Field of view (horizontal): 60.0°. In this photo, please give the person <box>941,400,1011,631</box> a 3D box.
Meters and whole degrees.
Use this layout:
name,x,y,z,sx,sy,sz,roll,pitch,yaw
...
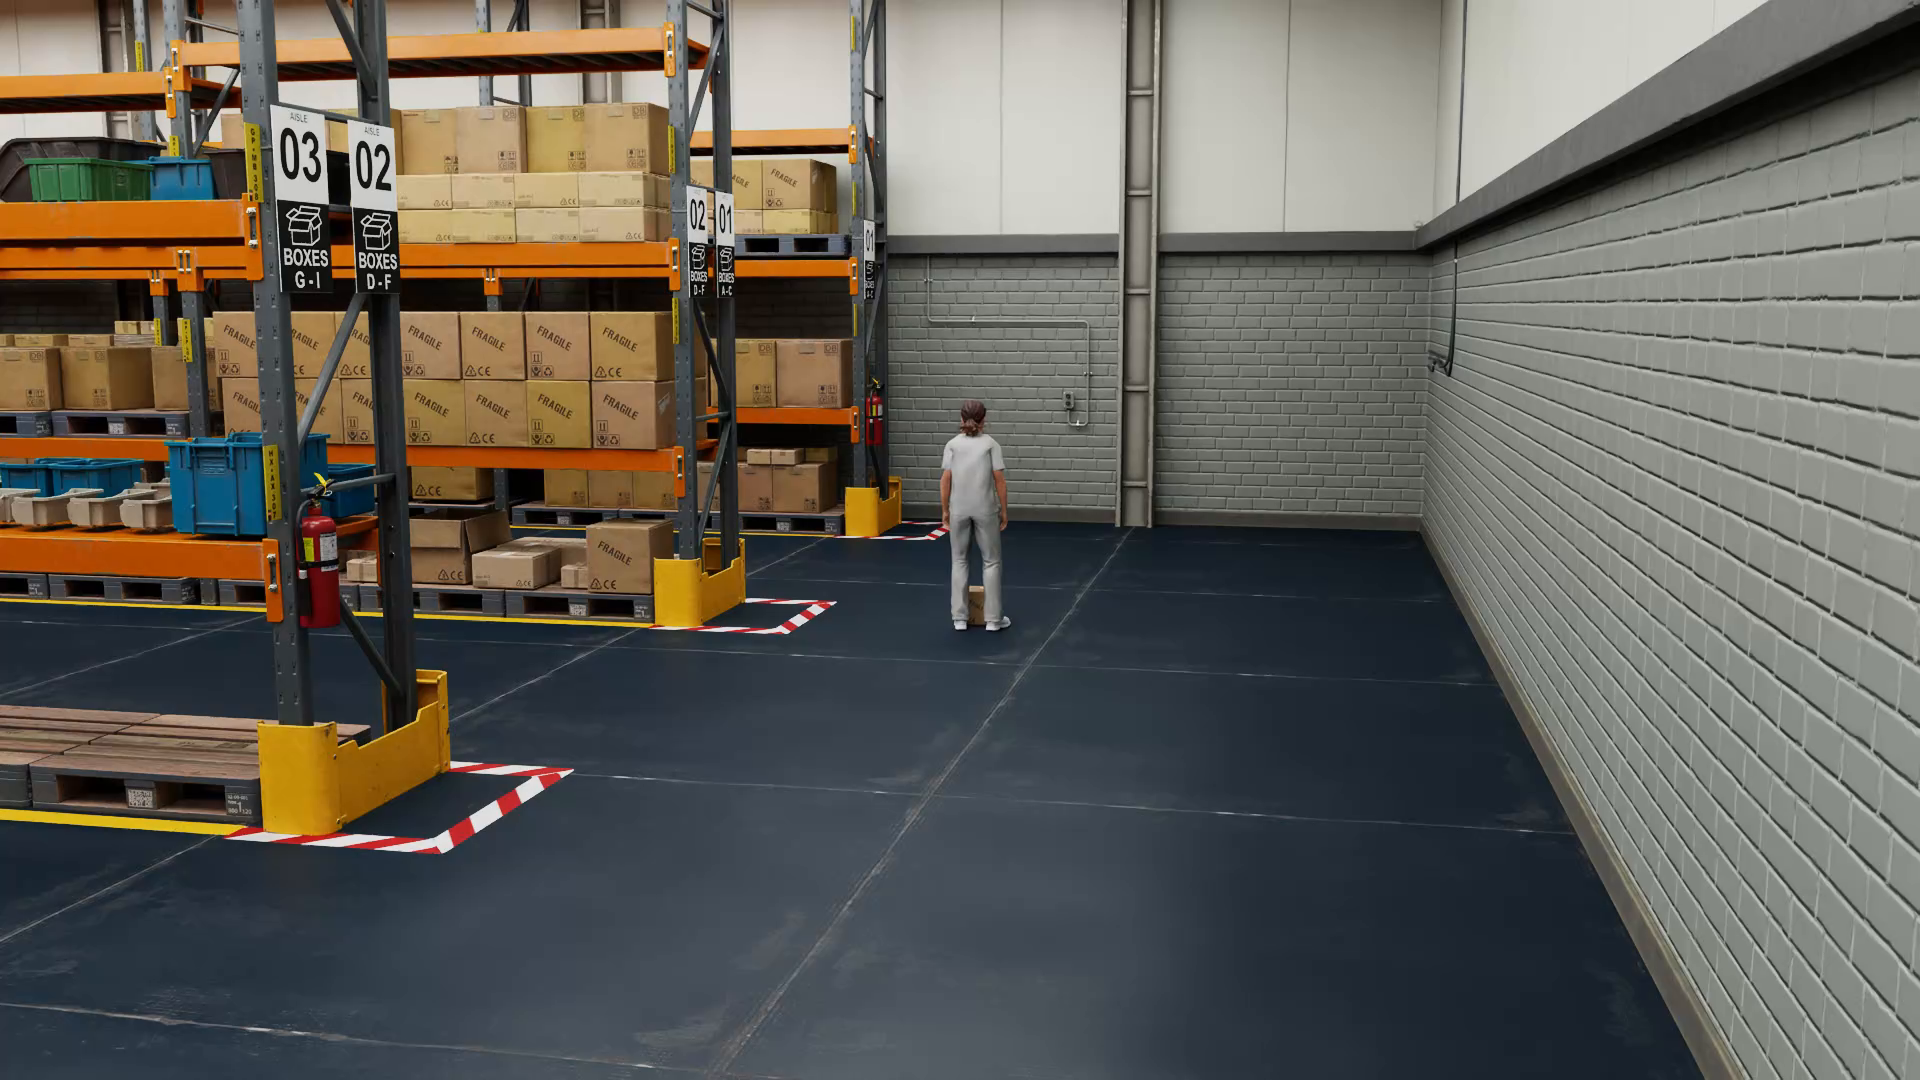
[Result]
name,x,y,z,sx,sy,sz,roll,pitch,yaw
person,0.107,-0.171,12.108,0.494,1.652,0.352,2,8,11
